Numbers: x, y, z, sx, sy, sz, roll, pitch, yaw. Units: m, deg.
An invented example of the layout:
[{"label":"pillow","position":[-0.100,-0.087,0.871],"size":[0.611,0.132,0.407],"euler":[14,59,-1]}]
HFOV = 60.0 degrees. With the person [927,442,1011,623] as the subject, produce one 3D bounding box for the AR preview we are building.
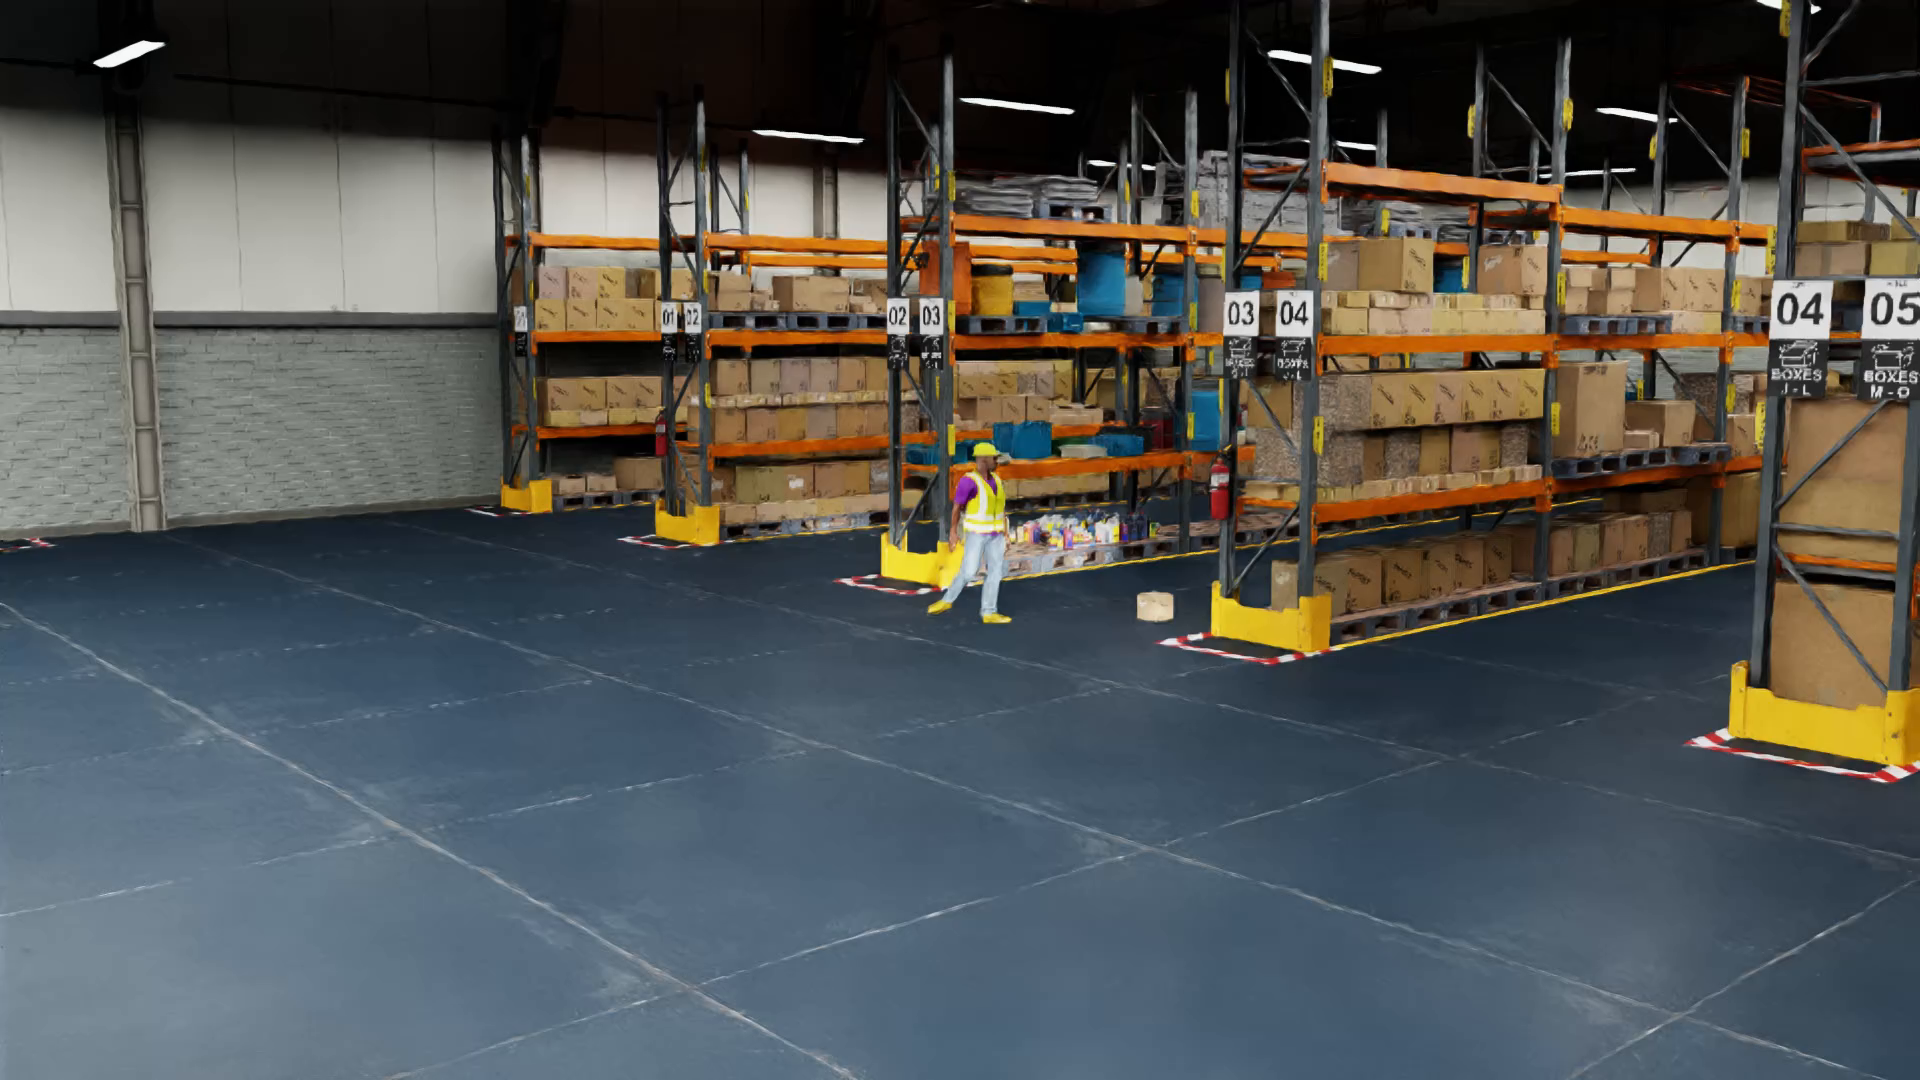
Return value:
[{"label":"person","position":[0.130,-0.067,16.227],"size":[0.750,1.765,0.630],"euler":[-6,10,-41]}]
